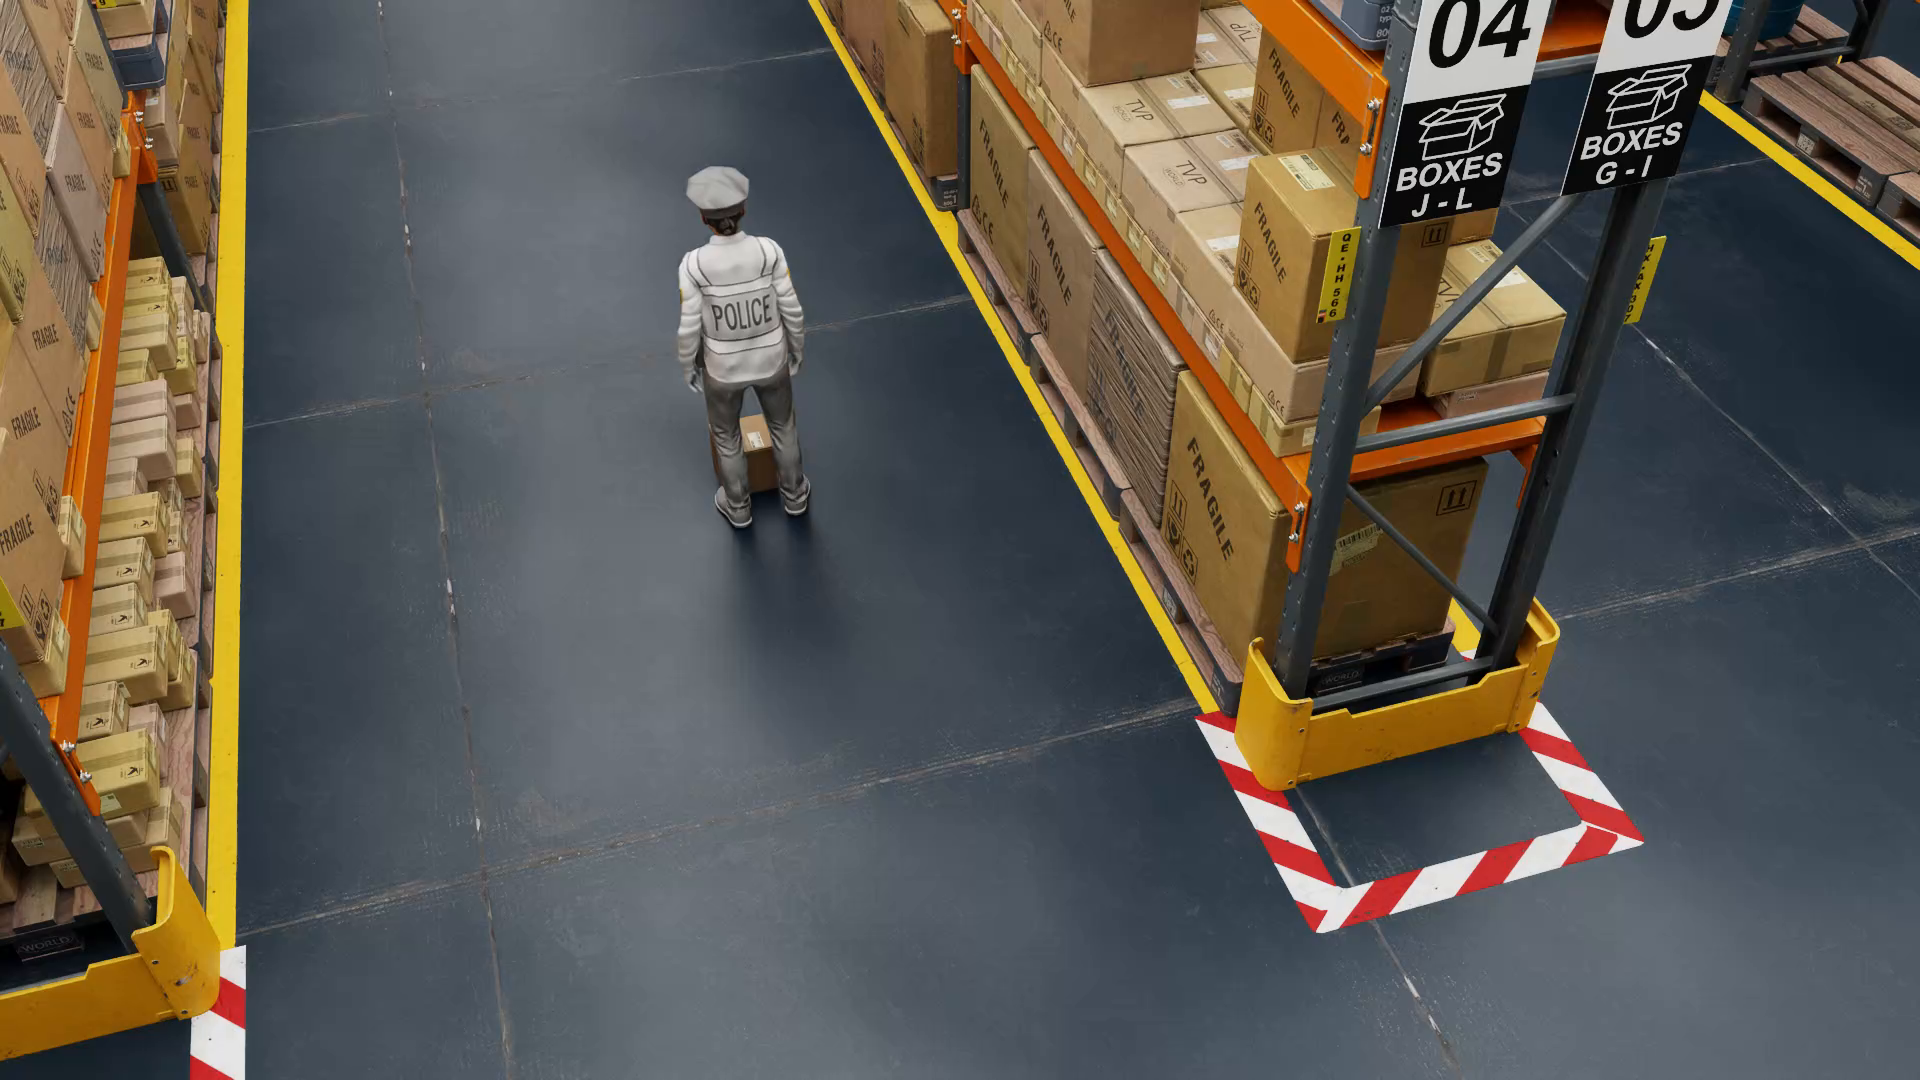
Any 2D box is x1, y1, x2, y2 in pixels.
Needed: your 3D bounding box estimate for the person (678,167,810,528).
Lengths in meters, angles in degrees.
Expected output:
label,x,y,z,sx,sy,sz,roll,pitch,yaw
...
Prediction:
label,x,y,z,sx,sy,sz,roll,pitch,yaw
person,-0.907,-0.752,6.979,0.529,1.663,0.372,-12,44,-13
